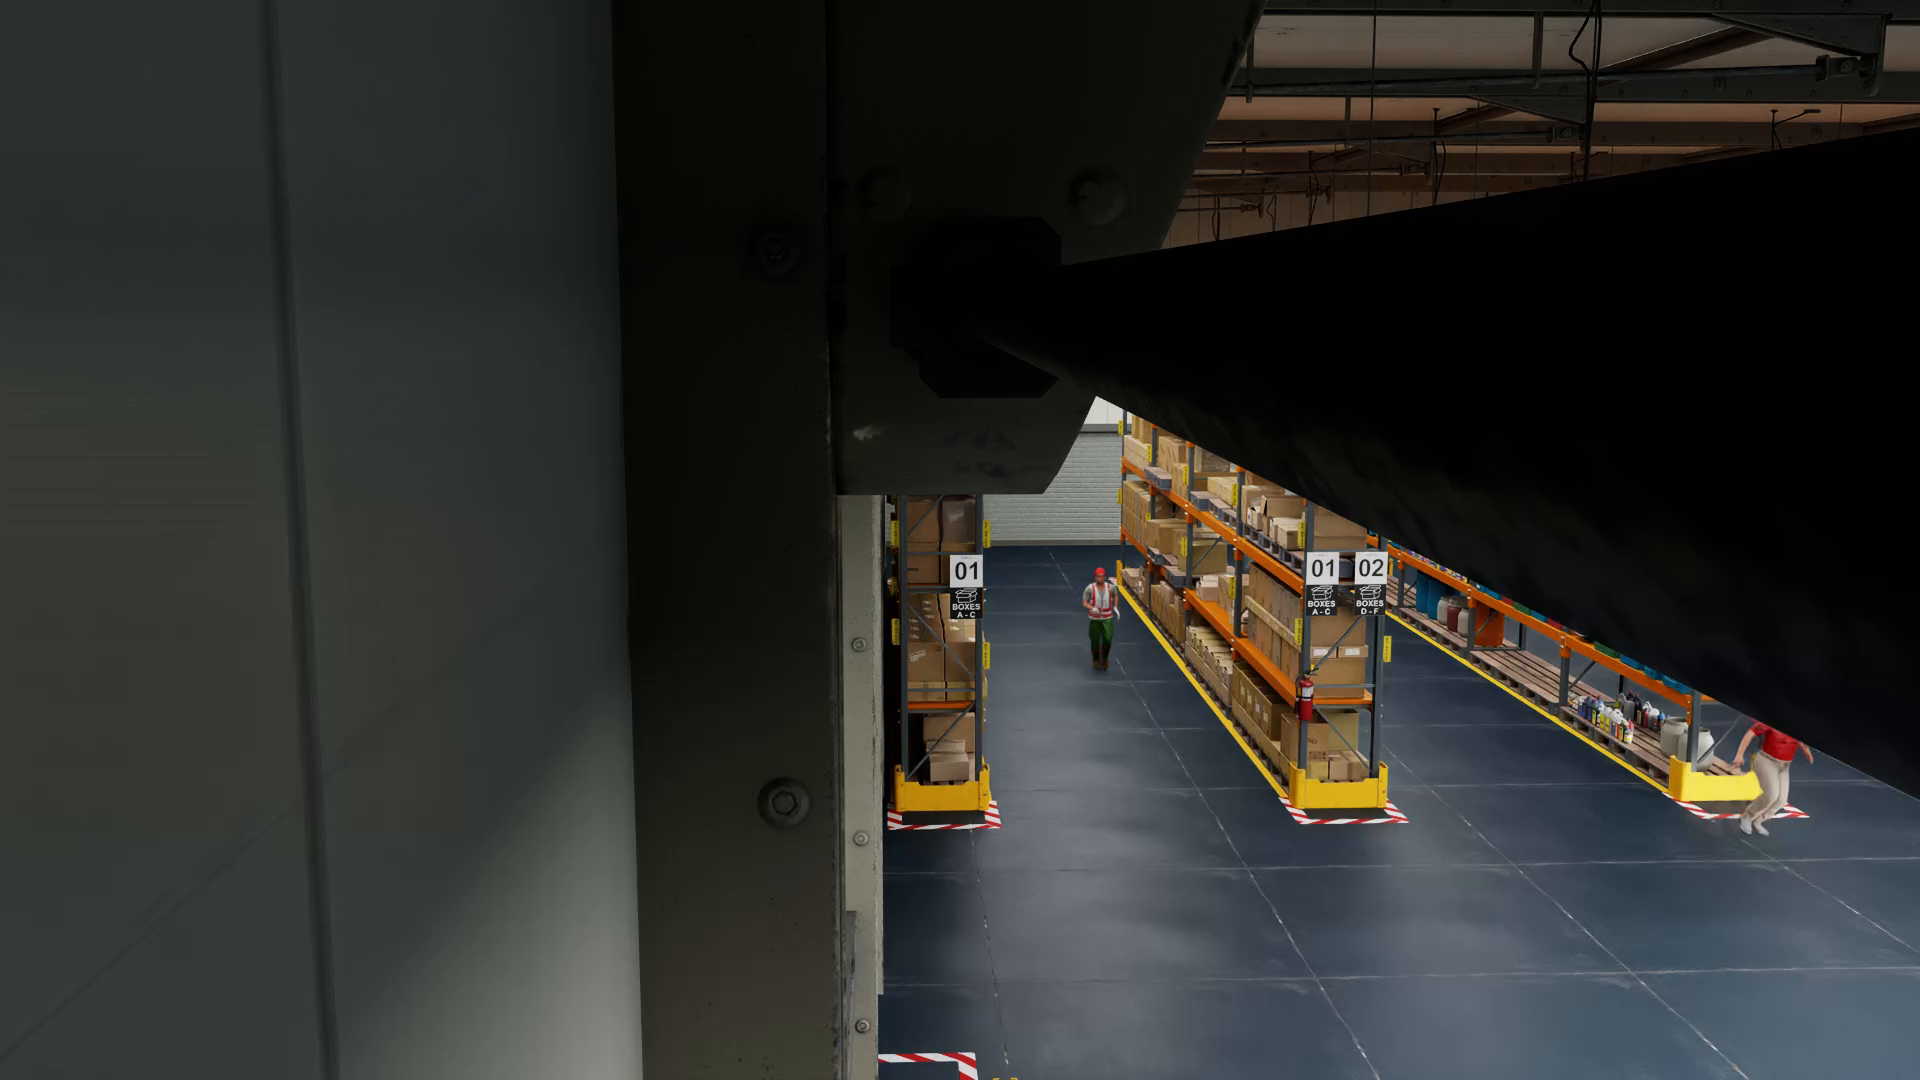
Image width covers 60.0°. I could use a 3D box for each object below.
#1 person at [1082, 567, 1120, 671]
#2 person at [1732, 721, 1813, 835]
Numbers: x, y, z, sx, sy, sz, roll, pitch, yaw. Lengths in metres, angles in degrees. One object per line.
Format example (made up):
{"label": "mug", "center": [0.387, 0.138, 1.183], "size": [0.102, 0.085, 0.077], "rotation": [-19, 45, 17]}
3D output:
{"label": "person", "center": [2.379, 1.334, 27.964], "size": [0.649, 1.766, 0.773], "rotation": [0, 8, -2]}
{"label": "person", "center": [9.623, 2.691, 19.525], "size": [0.866, 1.664, 0.622], "rotation": [-3, 9, -22]}
